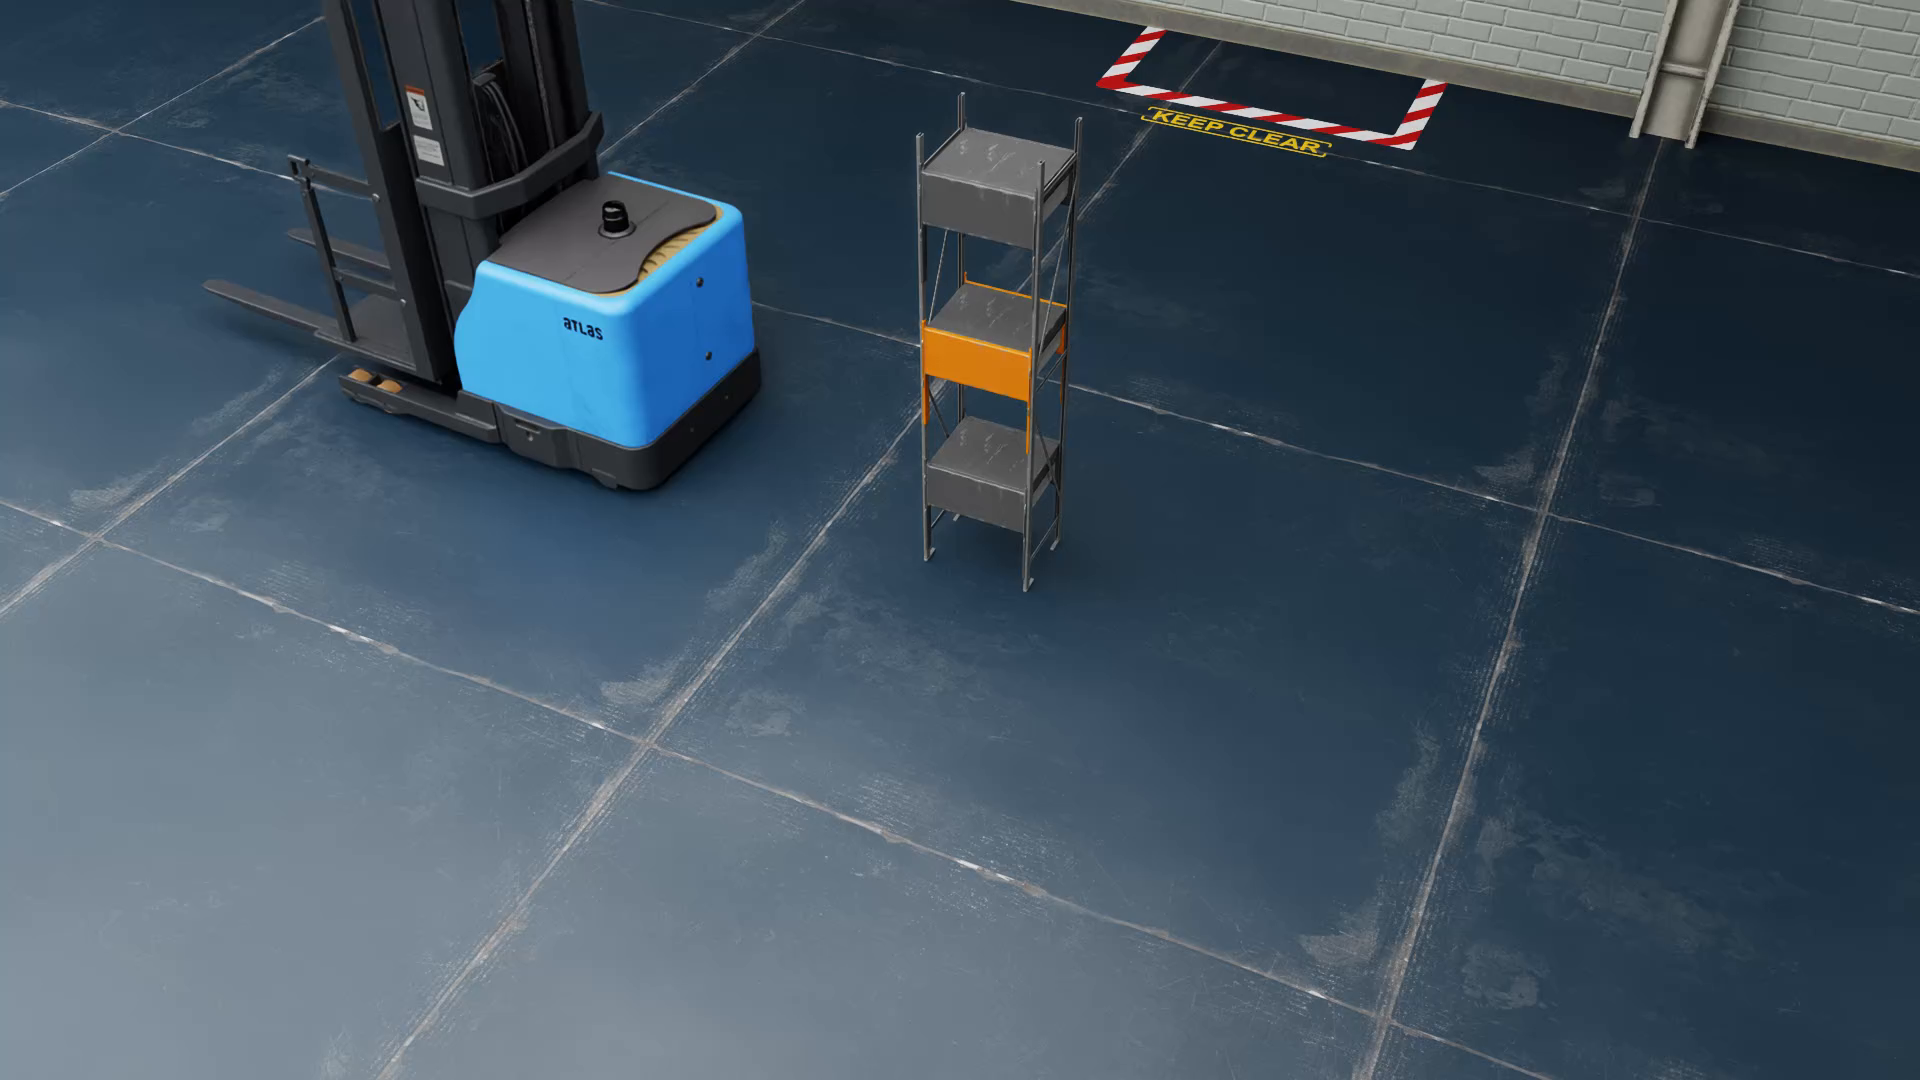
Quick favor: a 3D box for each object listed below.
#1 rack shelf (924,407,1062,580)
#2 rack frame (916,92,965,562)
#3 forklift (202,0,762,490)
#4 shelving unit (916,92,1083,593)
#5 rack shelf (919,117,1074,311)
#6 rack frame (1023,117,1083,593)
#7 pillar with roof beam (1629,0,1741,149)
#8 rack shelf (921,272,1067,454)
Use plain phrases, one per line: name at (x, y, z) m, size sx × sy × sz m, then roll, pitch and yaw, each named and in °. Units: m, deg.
rack shelf at (0.150, -0.208, 7.361) m, size 0.480 × 0.518 × 0.431 m, roll 17°, pitch 44°, yaw 19°
rack frame at (-0.071, -0.815, 6.971) m, size 0.015 × 2.100 × 0.400 m, roll 17°, pitch 44°, yaw 19°
forklift at (-2.551, -2.030, 7.738) m, size 3.031 × 2.935 × 1.130 m, roll 19°, pitch 44°, yaw 21°
shelving unit at (0.150, -0.748, 6.893) m, size 0.503 × 2.100 × 0.431 m, roll 17°, pitch 44°, yaw 19°
rack shelf at (0.150, -1.266, 6.444) m, size 0.480 × 0.518 × 0.431 m, roll 17°, pitch 44°, yaw 19°
rack frame at (0.371, -0.680, 6.815) m, size 0.015 × 2.100 × 0.400 m, roll 17°, pitch 44°, yaw 19°
pillar with roof beam at (2.689, -3.455, 4.750) m, size 0.400 × 9.000 × 9.100 m, roll 17°, pitch 44°, yaw 19°
rack shelf at (0.150, -0.737, 6.902) m, size 0.480 × 0.518 × 0.431 m, roll 17°, pitch 44°, yaw 19°
